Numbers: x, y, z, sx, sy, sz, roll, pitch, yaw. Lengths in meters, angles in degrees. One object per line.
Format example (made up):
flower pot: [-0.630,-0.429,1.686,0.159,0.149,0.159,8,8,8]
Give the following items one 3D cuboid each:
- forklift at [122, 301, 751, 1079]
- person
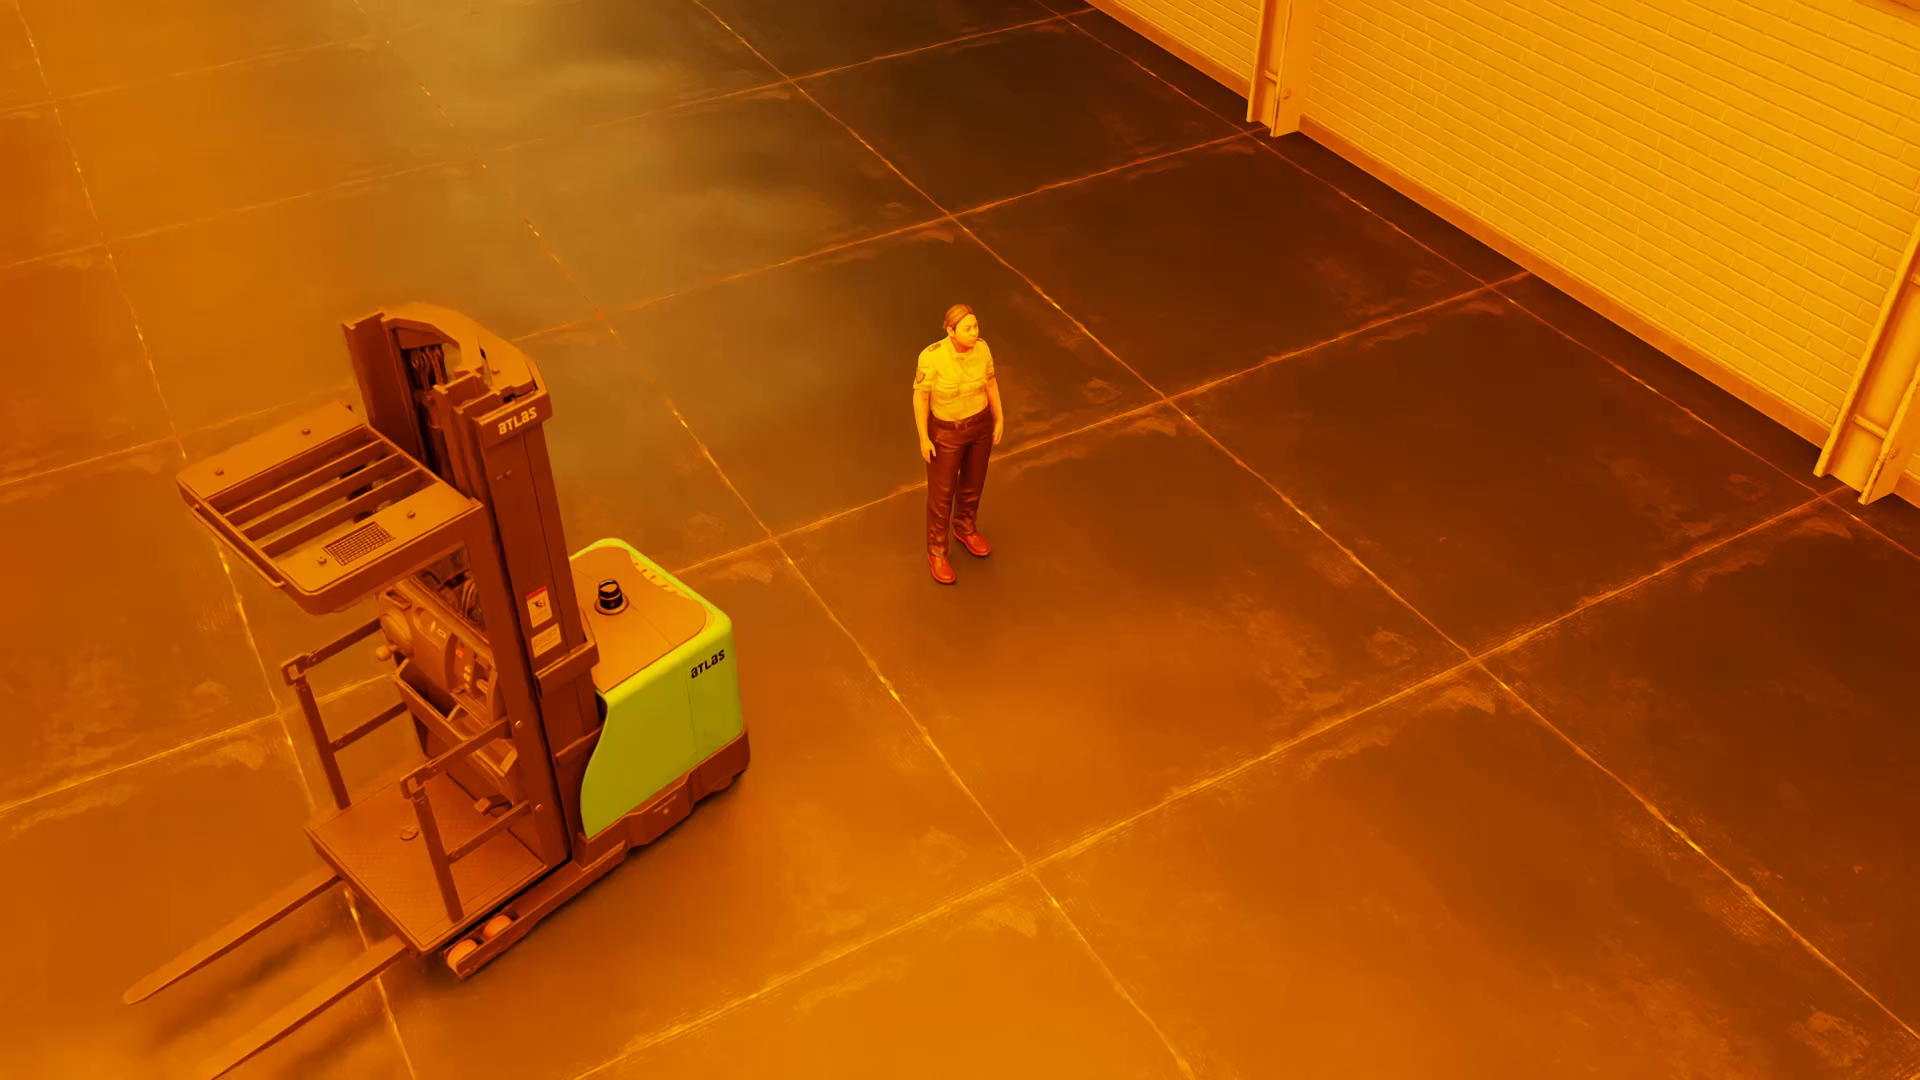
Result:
forklift: [-2.493,0.554,7.368,1.130,2.935,3.031,31,49,32]
person: [0.025,-0.578,9.736,0.598,1.641,0.502,-20,44,-23]
